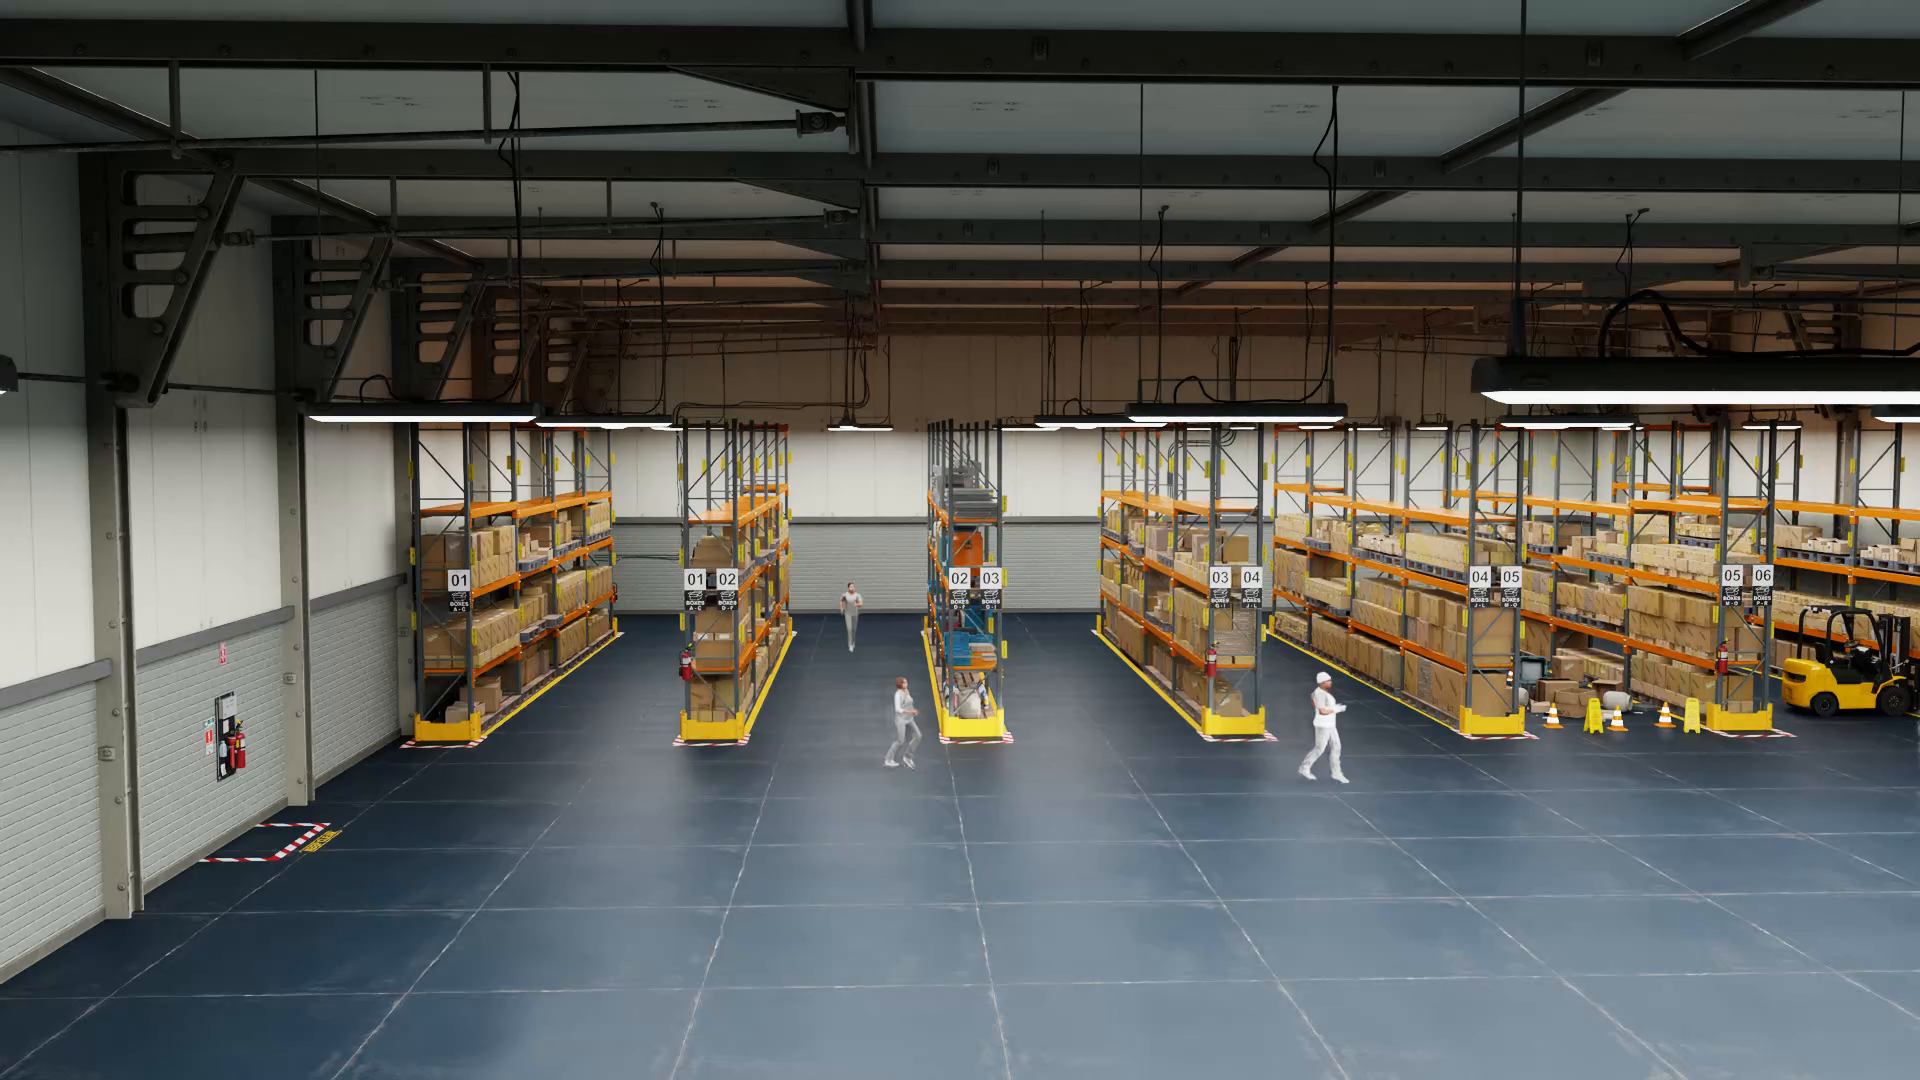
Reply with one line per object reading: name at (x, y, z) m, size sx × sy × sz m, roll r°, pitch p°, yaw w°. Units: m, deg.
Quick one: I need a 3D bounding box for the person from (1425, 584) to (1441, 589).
person at (14.169, 1.699, 49.318) m, size 0.785 × 1.785 × 0.690 m, roll 0°, pitch 4°, yaw 0°

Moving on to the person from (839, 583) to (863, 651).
person at (-2.714, 1.921, 41.635) m, size 0.559 × 1.681 × 0.891 m, roll -1°, pitch 4°, yaw -11°

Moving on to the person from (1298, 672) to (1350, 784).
person at (5.957, 3.070, 27.182) m, size 0.824 × 1.823 × 0.664 m, roll 2°, pitch 4°, yaw 24°

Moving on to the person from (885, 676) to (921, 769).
person at (-0.966, 3.118, 28.399) m, size 0.672 × 1.596 × 0.543 m, roll 2°, pitch 4°, yaw 28°
